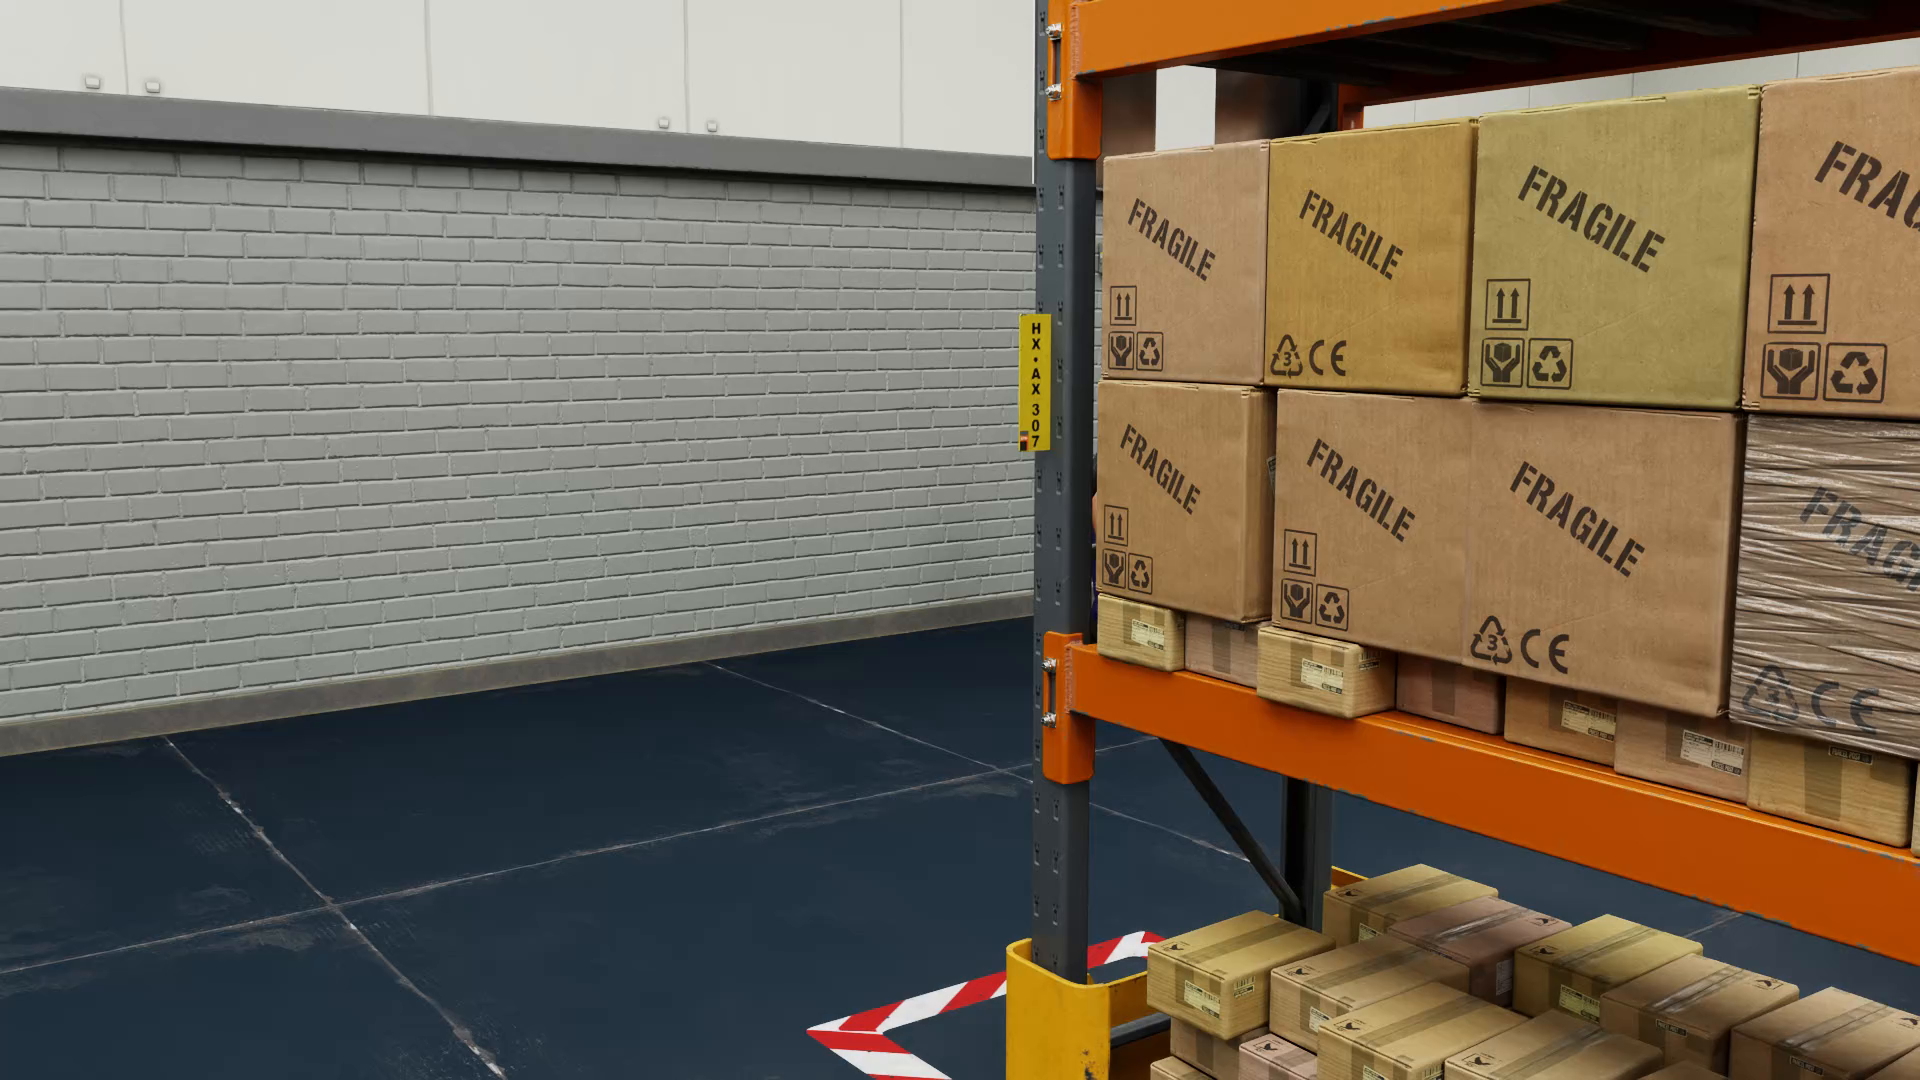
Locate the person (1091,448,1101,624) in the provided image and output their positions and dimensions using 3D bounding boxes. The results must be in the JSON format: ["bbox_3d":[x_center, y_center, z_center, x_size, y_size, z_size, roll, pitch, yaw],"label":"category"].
[{"bbox_3d":[0.957,-0.021,9.491,0.555,1.652,0.416,-6,10,-37],"label":"person"}]
